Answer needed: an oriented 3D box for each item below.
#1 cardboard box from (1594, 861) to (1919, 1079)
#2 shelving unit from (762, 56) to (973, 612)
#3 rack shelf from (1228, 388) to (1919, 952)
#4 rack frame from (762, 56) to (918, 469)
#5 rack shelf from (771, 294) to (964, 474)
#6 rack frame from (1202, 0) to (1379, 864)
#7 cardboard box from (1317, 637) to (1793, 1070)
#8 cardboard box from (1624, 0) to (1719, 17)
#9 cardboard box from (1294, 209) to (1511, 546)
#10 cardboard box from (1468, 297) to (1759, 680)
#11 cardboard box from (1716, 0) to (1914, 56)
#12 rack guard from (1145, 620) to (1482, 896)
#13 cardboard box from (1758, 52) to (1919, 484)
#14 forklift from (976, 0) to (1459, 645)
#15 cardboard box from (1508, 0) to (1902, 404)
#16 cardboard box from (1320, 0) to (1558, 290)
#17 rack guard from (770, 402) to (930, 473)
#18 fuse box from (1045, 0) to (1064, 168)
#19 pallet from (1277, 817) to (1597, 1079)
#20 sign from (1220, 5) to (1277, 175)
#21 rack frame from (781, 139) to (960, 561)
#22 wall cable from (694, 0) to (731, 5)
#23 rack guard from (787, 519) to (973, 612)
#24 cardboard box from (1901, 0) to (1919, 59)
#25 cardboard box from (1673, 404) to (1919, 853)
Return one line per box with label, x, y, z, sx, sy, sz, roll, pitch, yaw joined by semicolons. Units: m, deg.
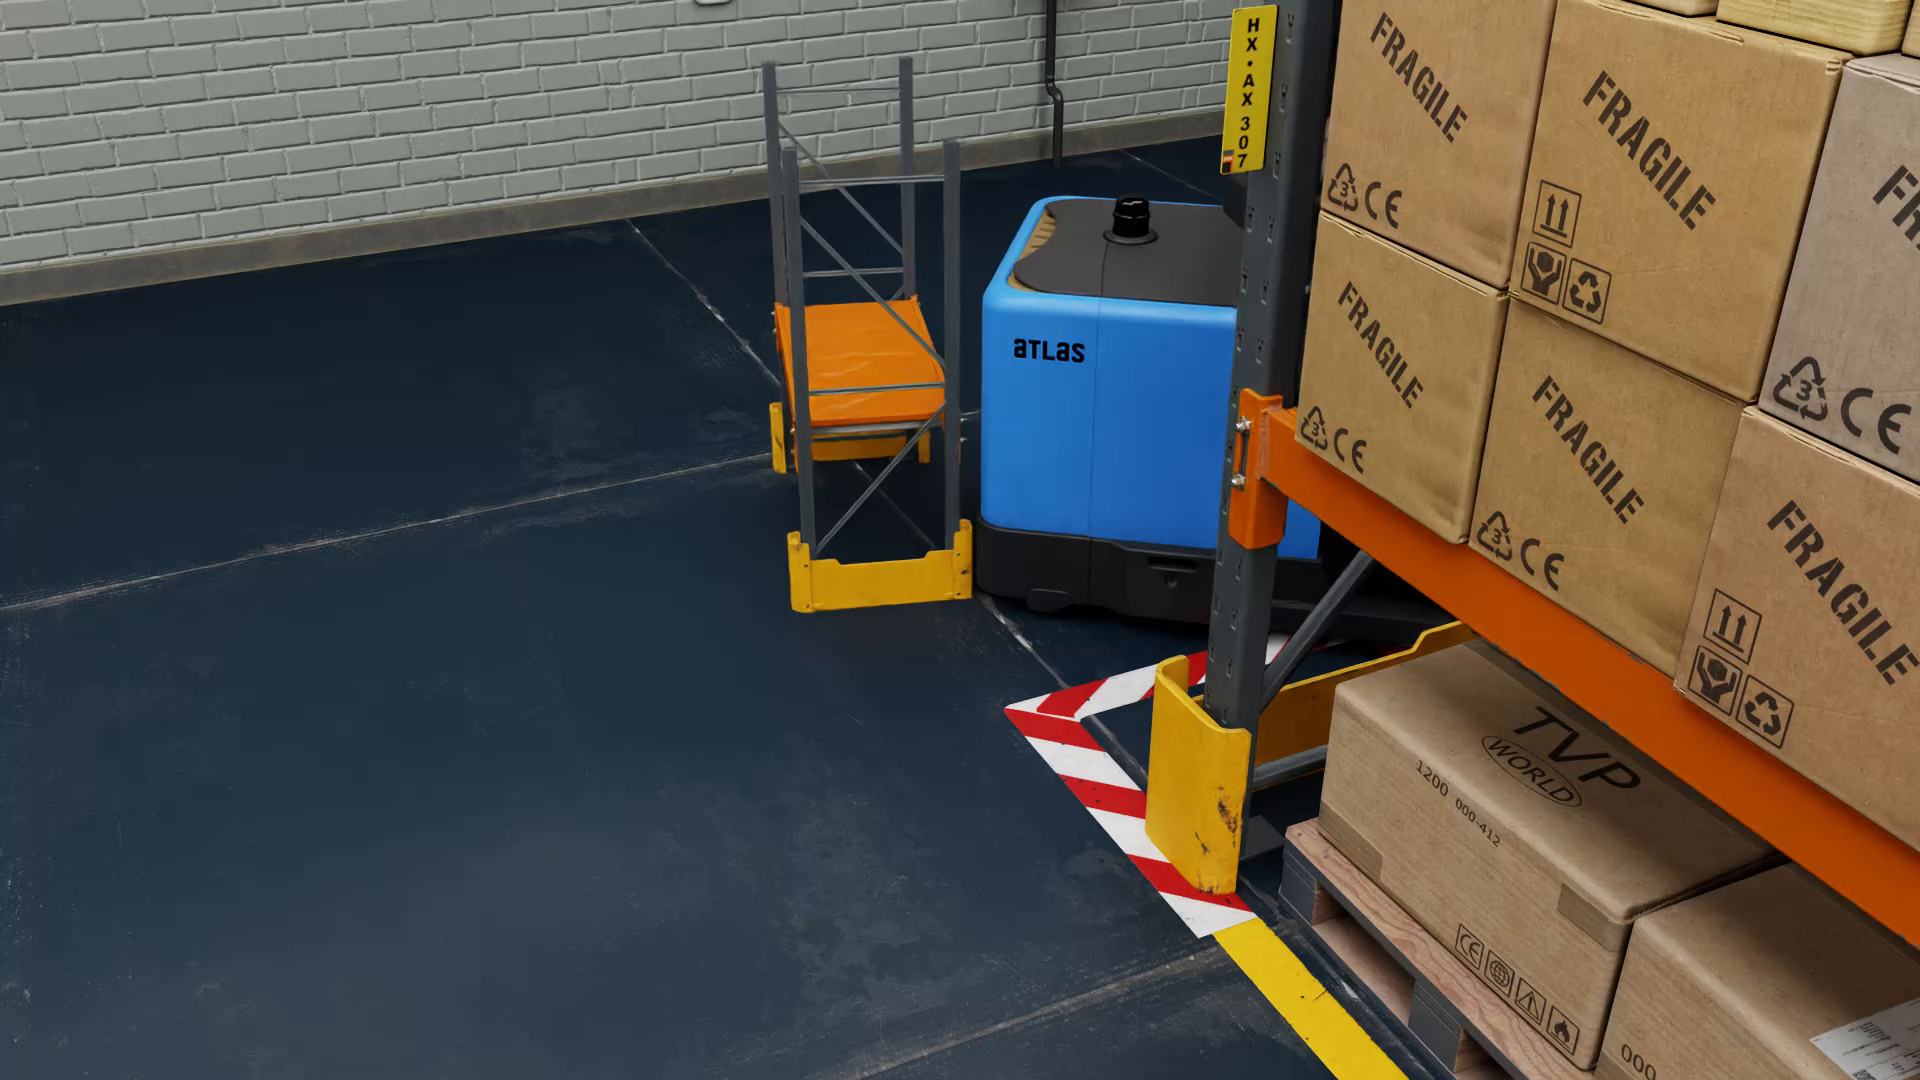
cardboard box;1.852;1.012;3.068;0.875;0.438;0.875;-12;32;-21
shelving unit;-0.330;-0.704;5.472;0.587;1.500;1.083;-4;30;-8
rack shelf;1.936;0.602;2.345;1.077;0.370;4.000;-13;32;-22
rack frame;-0.407;-0.945;5.902;0.500;1.500;0.032;-4;30;-8
rack shelf;-0.329;-0.543;5.552;0.538;0.185;1.000;-4;30;-8
rack frame;1.077;-0.595;3.745;1.000;3.000;0.127;-13;32;-22
cardboard box;1.451;0.610;3.786;0.875;0.438;0.875;-14;32;-24
cardboard box;1.165;-0.903;2.506;0.380;0.149;0.250;-12;31;-20
cardboard box;1.024;-0.366;3.234;0.500;0.500;0.500;-13;32;-22
cardboard box;1.267;-0.149;2.846;0.500;0.500;0.500;-14;32;-23
cardboard box;1.294;-0.791;2.306;0.380;0.149;0.250;-14;32;-24
rack guard;1.067;0.484;4.375;1.175;0.500;0.348;-13;32;-22
cardboard box;1.482;-0.351;2.184;0.500;0.500;0.500;-13;32;-22
forklift;1.623;-1.146;4.797;3.031;2.935;1.130;6;30;10
cardboard box;1.254;-0.576;2.586;0.500;0.500;0.500;-14;32;-23
cardboard box;1.026;-0.803;2.991;0.500;0.500;0.500;-14;32;-23
rack guard;-0.407;-0.399;6.207;0.587;0.250;0.087;-4;30;-8
fuse box;0.596;-2.896;9.165;0.539;1.711;0.414;-13;32;-22
pallet;1.491;0.958;3.826;1.003;0.211;1.213;-13;32;-22
sign;0.574;-0.893;3.310;0.100;0.325;0.005;-13;32;-22
rack frame;-0.250;-0.454;5.026;0.500;1.500;0.032;-4;30;-8
wall cable;-1.364;-3.538;7.922;0.585;1.953;0.123;-13;32;-22
rack guard;-0.253;0.082;5.348;0.587;0.250;0.087;-4;30;-8
cardboard box;1.454;-0.686;2.118;0.380;0.149;0.250;-13;32;-22
cardboard box;1.469;0.080;2.439;0.500;0.500;0.500;-13;32;-22
